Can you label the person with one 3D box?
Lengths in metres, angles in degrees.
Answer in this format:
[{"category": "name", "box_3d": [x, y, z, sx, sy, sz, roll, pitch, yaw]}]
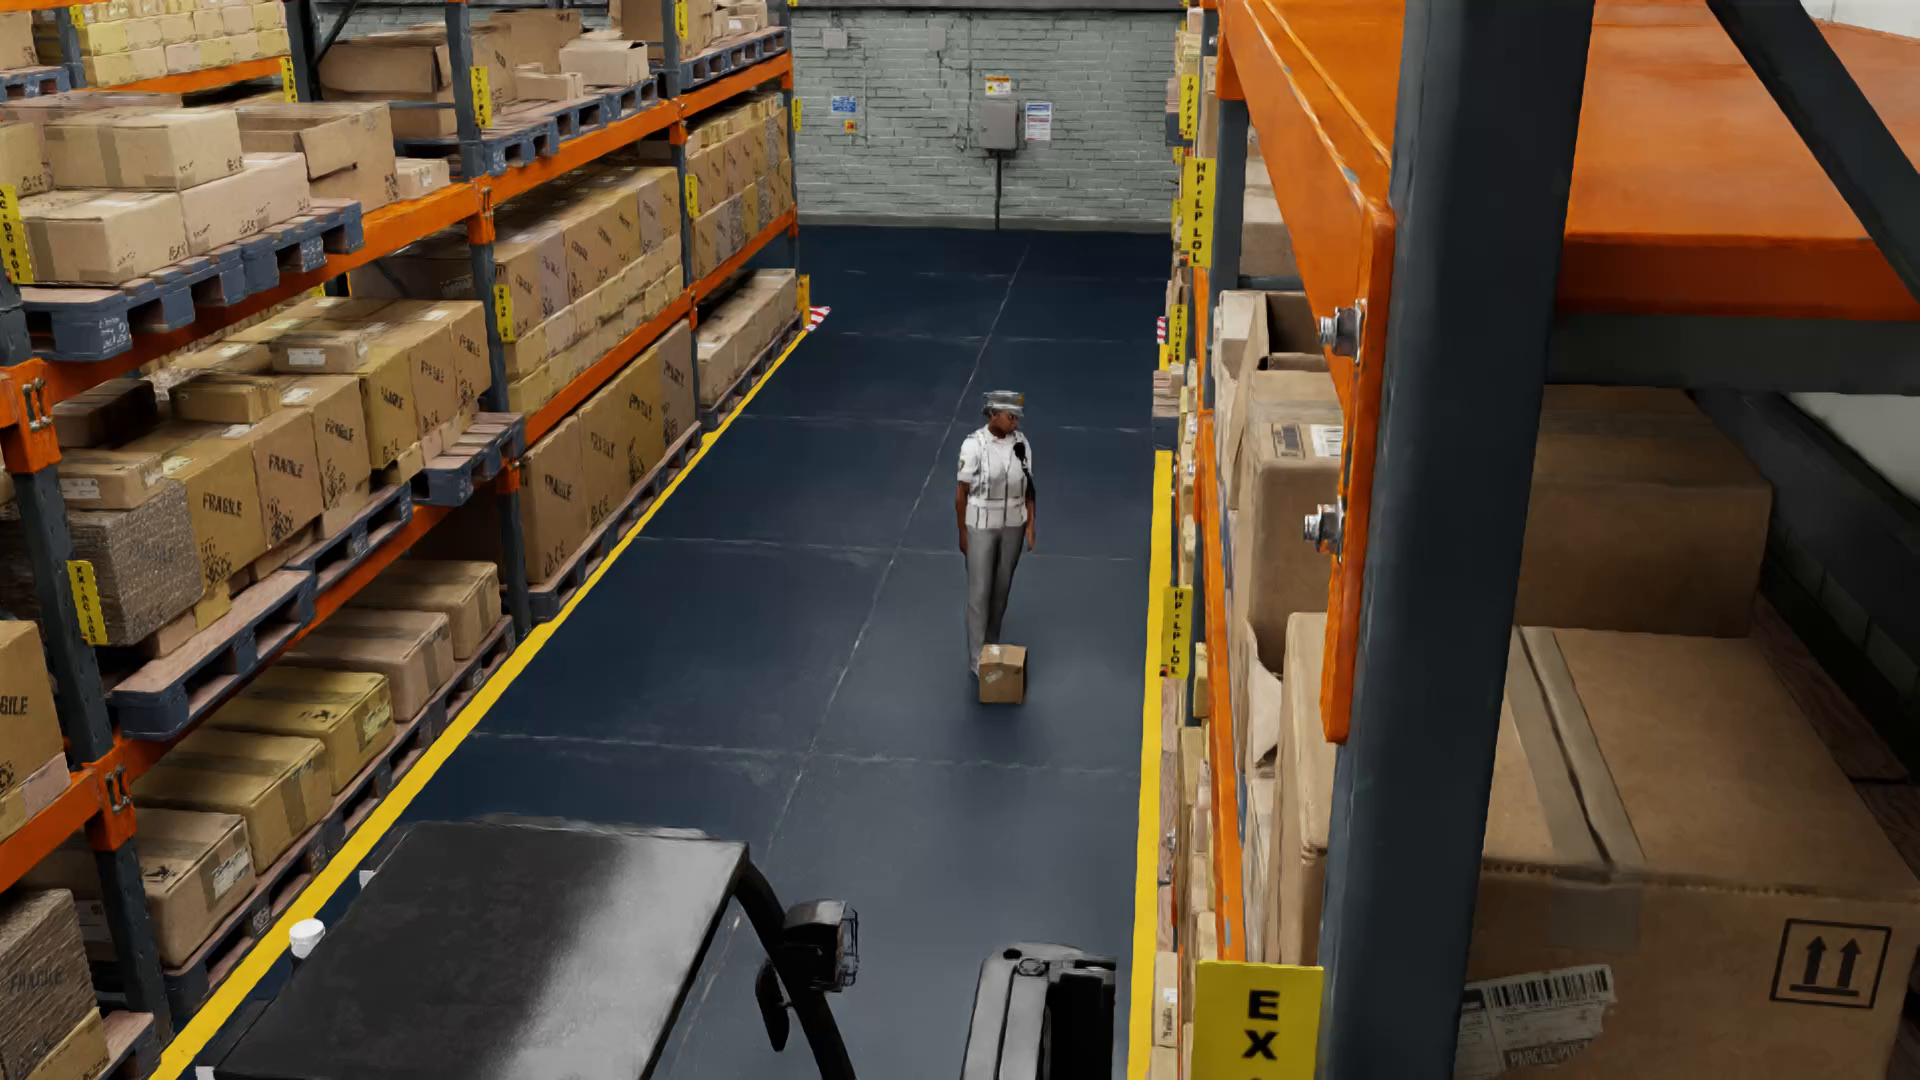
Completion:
[{"category": "person", "box_3d": [0.254, -0.030, 9.648, 0.468, 1.660, 0.584, -8, 23, -20]}]
